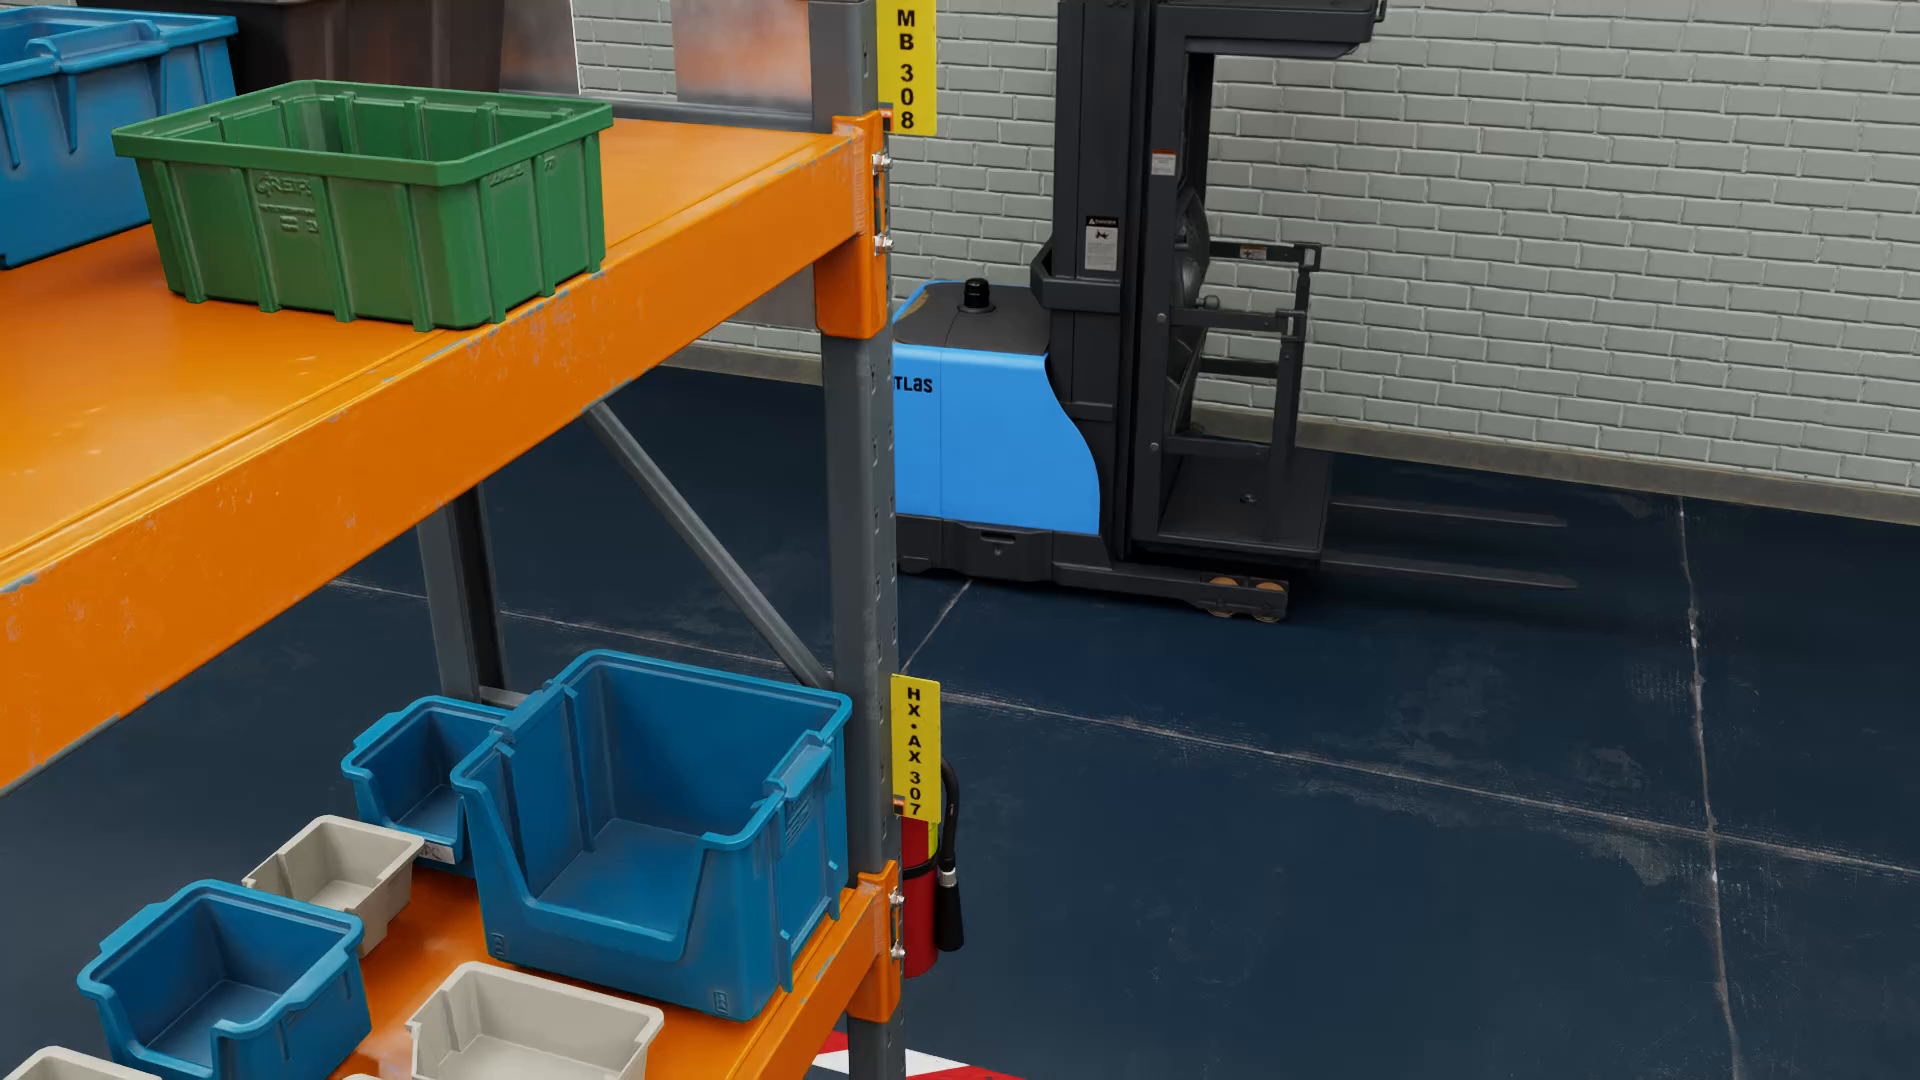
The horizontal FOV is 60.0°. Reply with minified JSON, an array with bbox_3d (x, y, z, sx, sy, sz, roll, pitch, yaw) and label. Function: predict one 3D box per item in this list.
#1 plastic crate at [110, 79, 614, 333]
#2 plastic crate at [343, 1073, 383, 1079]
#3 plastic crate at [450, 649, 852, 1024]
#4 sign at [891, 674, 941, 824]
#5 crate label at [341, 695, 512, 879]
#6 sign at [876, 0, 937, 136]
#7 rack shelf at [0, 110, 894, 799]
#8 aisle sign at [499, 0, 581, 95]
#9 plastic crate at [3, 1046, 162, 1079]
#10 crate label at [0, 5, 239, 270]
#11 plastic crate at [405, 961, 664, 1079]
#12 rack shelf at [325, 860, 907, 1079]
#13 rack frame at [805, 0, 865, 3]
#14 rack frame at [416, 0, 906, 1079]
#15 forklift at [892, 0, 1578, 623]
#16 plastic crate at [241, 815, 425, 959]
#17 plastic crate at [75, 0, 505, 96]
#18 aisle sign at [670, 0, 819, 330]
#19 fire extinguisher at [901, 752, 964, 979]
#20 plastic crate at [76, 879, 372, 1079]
[{"bbox_3d":[-0.669,-0.395,1.925,0.450,0.188,0.336,9,27,17],"label":"plastic crate"},{"bbox_3d":[-0.821,0.983,2.511,0.396,0.136,0.243,9,27,17],"label":"plastic crate"},{"bbox_3d":[-0.546,0.535,3.094,0.616,0.435,0.499,9,27,17],"label":"plastic crate"},{"bbox_3d":[-0.086,0.413,3.268,0.100,0.325,0.005,9,27,17],"label":"sign"},{"bbox_3d":[-1.003,0.515,3.367,0.416,0.233,0.303,9,27,17],"label":"crate label"},{"bbox_3d":[-0.086,-0.817,2.673,0.100,0.325,0.005,9,27,17],"label":"sign"},{"bbox_3d":[-1.276,0.209,1.261,1.077,0.370,4.000,9,27,17],"label":"rack shelf"},{"bbox_3d":[-0.867,-0.830,3.038,0.394,0.787,0.004,9,27,17],"label":"aisle sign"},{"bbox_3d":[-1.414,0.957,2.565,0.250,0.136,0.298,9,27,17],"label":"plastic crate"},{"bbox_3d":[-1.222,-0.538,2.147,0.408,0.251,0.502,9,27,17],"label":"crate label"},{"bbox_3d":[-0.711,0.866,2.753,0.396,0.136,0.243,9,27,17],"label":"plastic crate"},{"bbox_3d":[-1.276,1.559,1.914,1.077,0.370,4.000,9,27,17],"label":"rack shelf"},{"bbox_3d":[-0.610,-2.287,2.148,1.000,3.000,0.127,9,27,17],"label":"rack frame"},{"bbox_3d":[-0.610,0.413,3.455,1.000,3.000,0.127,9,27,17],"label":"rack frame"},{"bbox_3d":[1.155,-1.227,6.921,3.031,2.935,1.130,6,27,13],"label":"forklift"},{"bbox_3d":[-1.188,0.678,3.141,0.250,0.136,0.298,9,27,17],"label":"plastic crate"},{"bbox_3d":[-1.001,-0.760,2.586,0.497,0.269,0.590,9,27,17],"label":"plastic crate"},{"bbox_3d":[-0.310,-0.744,2.862,0.394,0.787,0.004,9,27,17],"label":"aisle sign"},{"bbox_3d":[-0.132,0.620,3.545,0.296,0.674,0.183,9,27,17],"label":"fire extinguisher"},{"bbox_3d":[-1.222,0.786,2.809,0.416,0.233,0.300,9,27,17],"label":"plastic crate"}]
